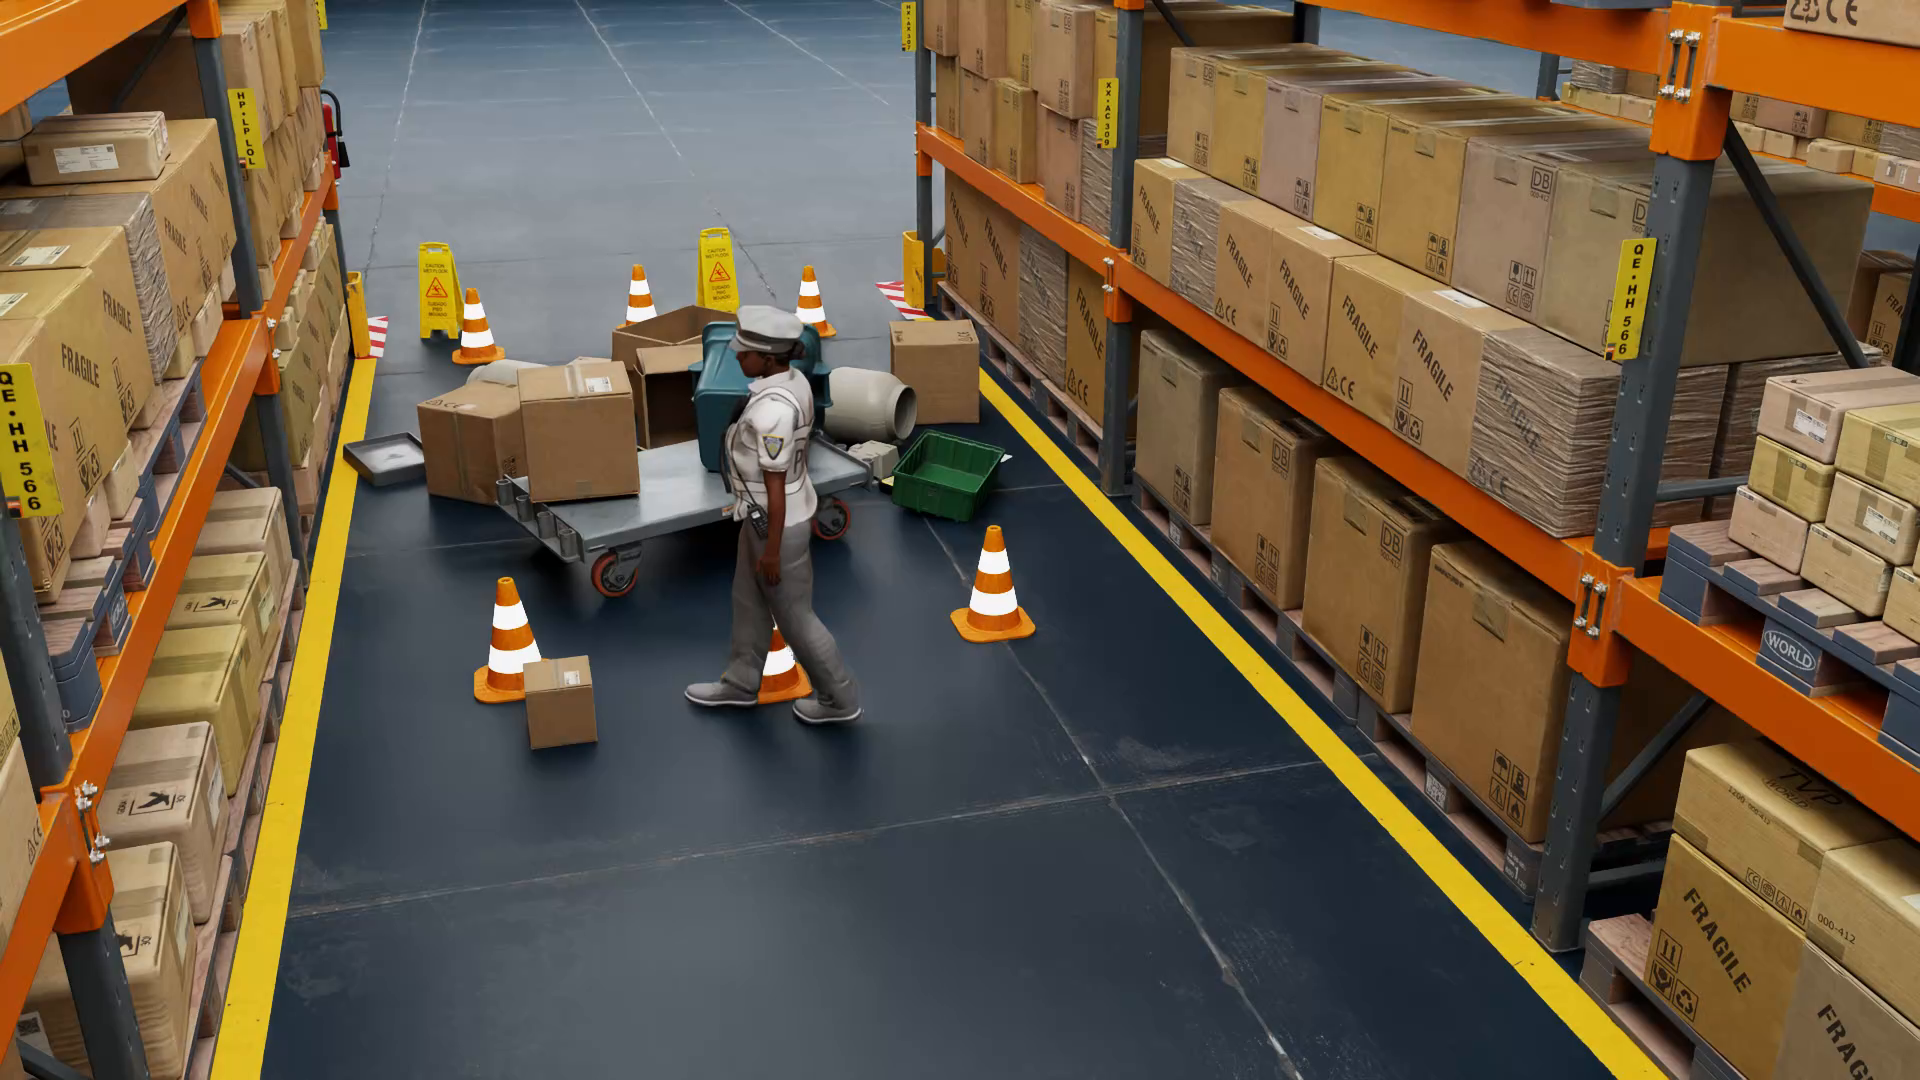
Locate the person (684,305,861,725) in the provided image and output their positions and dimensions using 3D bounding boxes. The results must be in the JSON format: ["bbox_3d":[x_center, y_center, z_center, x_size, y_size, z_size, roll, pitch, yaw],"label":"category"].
[{"bbox_3d":[-0.747,-0.072,6.244,0.710,1.654,0.479,1,23,2],"label":"person"}]
